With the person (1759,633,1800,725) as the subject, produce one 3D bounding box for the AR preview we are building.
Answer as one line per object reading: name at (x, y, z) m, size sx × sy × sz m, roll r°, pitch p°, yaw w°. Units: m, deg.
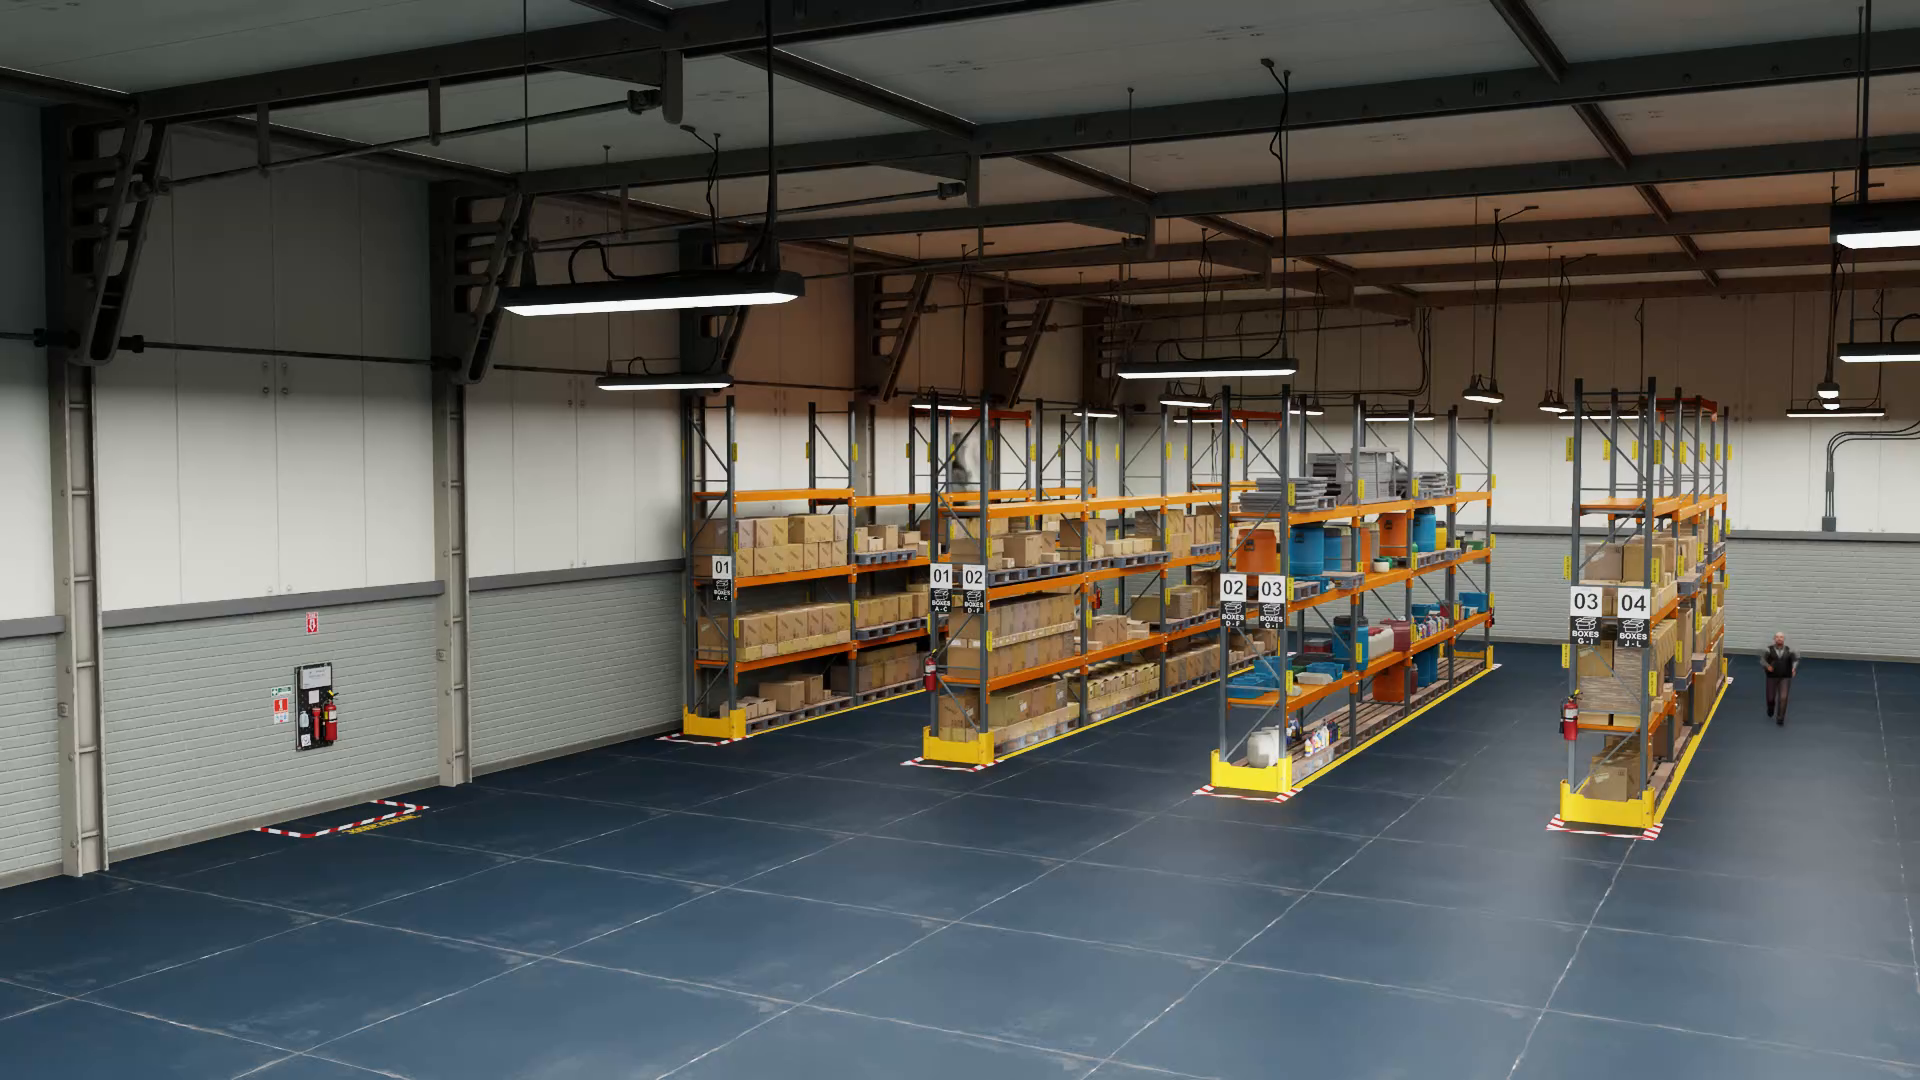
person at (15.102, 2.548, 30.653) m, size 0.669 × 1.684 × 0.715 m, roll 1°, pitch 3°, yaw 24°
